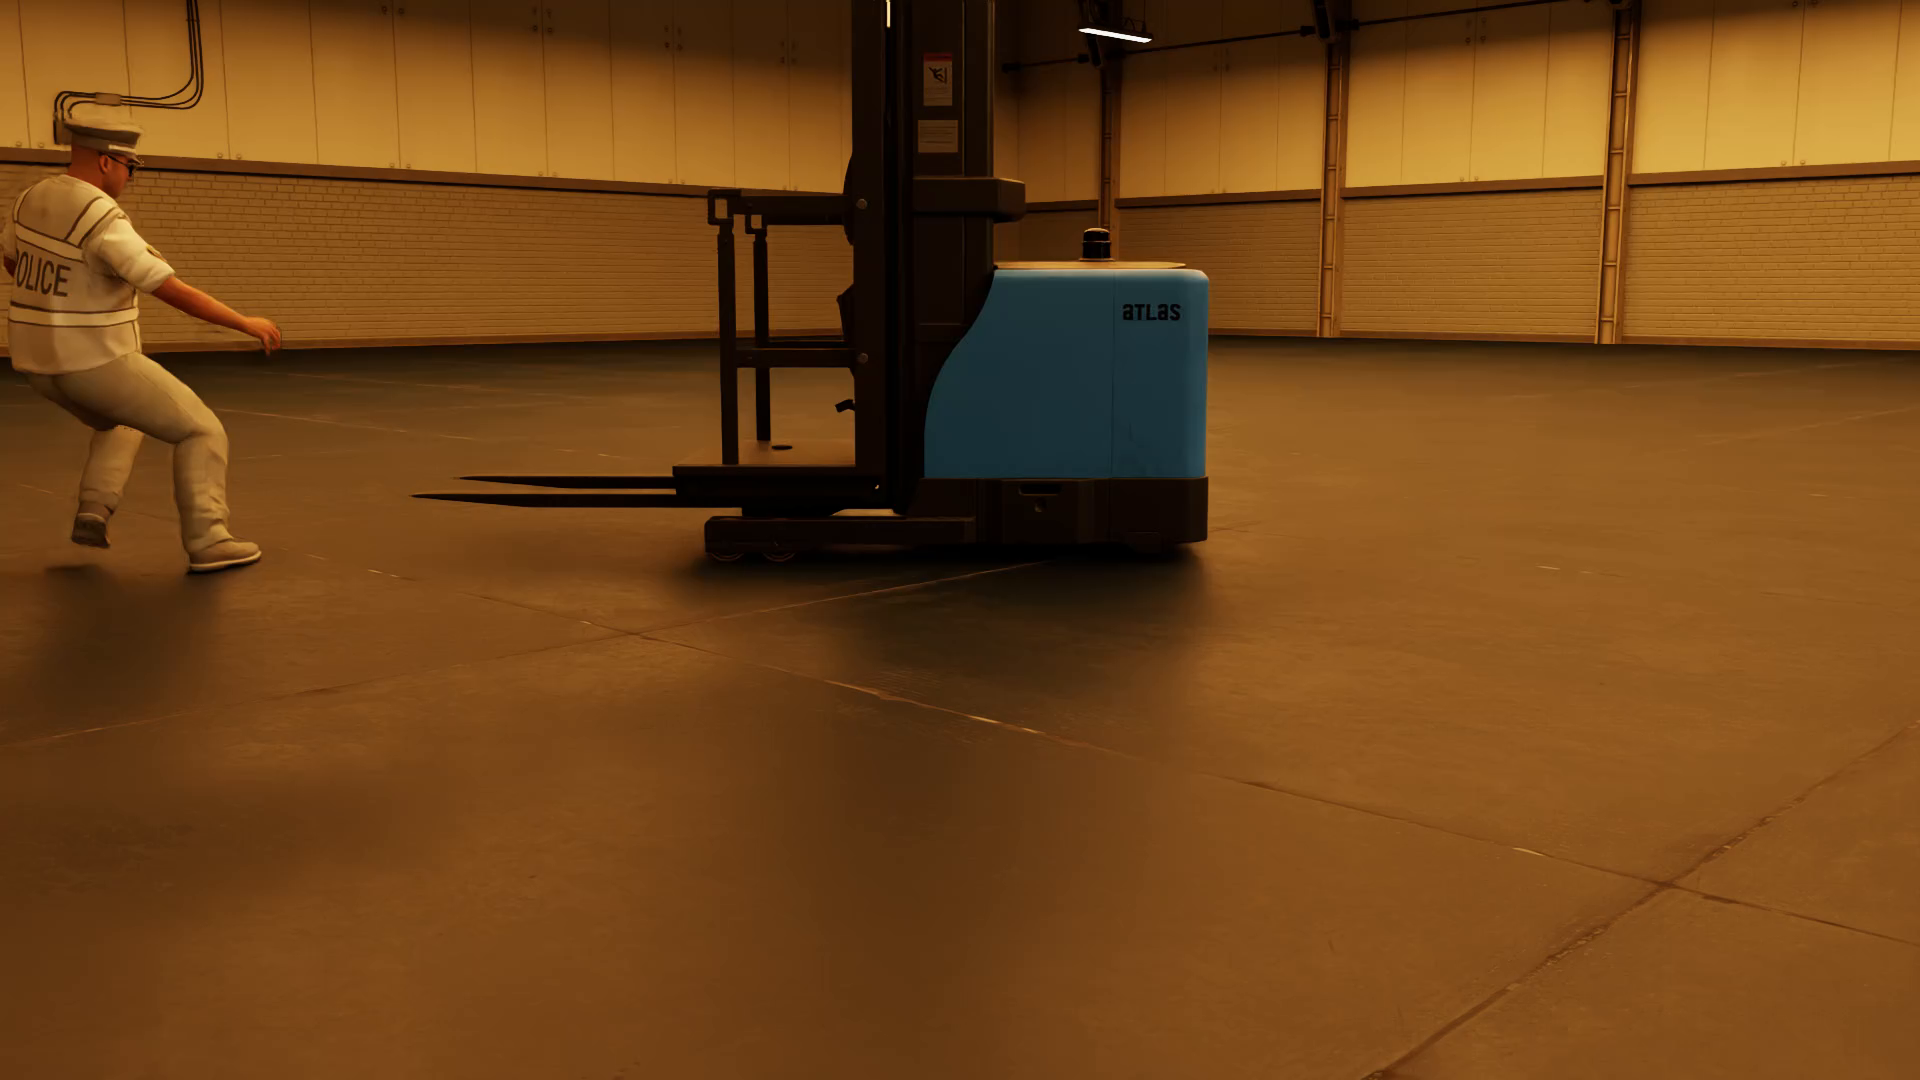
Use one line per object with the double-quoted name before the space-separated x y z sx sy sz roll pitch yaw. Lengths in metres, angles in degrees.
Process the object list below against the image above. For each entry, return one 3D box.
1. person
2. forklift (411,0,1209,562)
"person" -3.014 -0.703 6.024 0.861 1.582 0.681 4 10 27
"forklift" -0.581 -1.447 6.485 3.031 2.935 1.130 0 9 0
